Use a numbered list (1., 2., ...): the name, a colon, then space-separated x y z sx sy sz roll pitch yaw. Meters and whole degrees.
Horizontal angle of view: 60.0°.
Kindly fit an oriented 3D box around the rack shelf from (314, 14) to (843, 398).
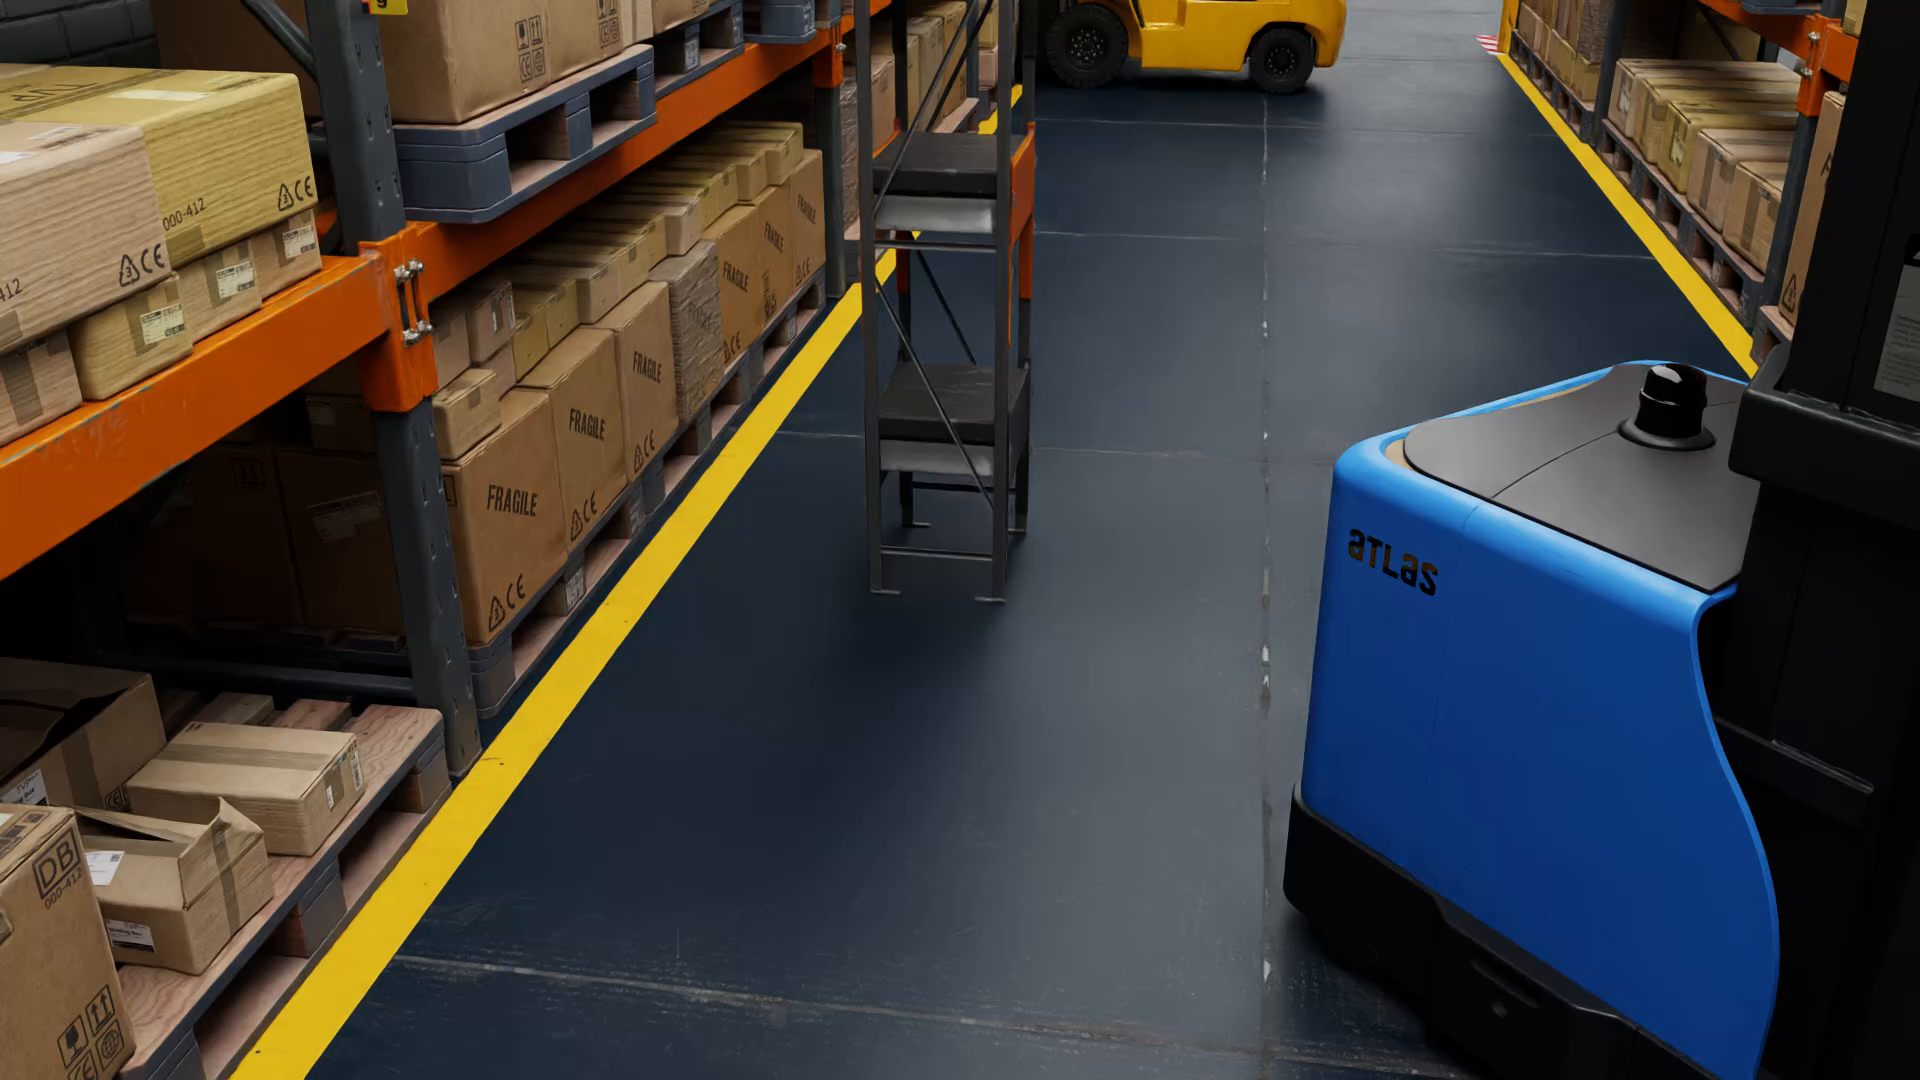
1. rack shelf: -1.357 -1.348 5.441 1.077 0.370 4.000 4 25 9

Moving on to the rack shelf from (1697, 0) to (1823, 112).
1. rack shelf: 4.194 -2.679 8.284 1.077 0.370 4.000 4 25 9

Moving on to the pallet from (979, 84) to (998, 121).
1. pallet: -0.205 -3.251 11.945 1.003 0.211 1.213 4 25 9

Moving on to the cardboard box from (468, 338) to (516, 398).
1. cardboard box: -1.394 -0.442 4.345 0.380 0.149 0.250 3 25 7

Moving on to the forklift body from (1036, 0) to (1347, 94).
1. forklift body: 1.767 -4.553 12.439 2.313 2.155 1.214 4 25 9

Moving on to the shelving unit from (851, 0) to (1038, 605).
1. shelving unit: -0.027 -0.882 4.657 0.431 2.100 0.503 4 25 9

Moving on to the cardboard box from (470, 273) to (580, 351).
1. cardboard box: -1.332 -0.666 4.823 0.380 0.149 0.250 4 25 8

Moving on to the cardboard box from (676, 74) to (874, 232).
1. cardboard box: -0.915 -1.885 8.045 0.875 0.625 0.625 5 26 10

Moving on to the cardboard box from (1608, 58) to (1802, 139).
1. cardboard box: 4.438 -2.622 9.917 0.950 0.372 0.625 4 25 9

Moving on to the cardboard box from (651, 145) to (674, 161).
1. cardboard box: -1.423 -1.666 6.959 0.380 0.149 0.250 5 26 11

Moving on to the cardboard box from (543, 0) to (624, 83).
1. cardboard box: -1.300 -1.477 4.253 0.700 0.500 0.500 4 25 9

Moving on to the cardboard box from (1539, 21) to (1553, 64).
1. cardboard box: 4.602 -3.699 12.362 0.500 0.250 0.500 6 26 12

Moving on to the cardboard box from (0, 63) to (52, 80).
1. cardboard box: -2.031 -0.716 3.068 0.500 0.250 0.500 4 25 8

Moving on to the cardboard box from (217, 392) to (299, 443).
1. cardboard box: -1.908 -0.364 4.176 0.380 0.149 0.250 3 25 6

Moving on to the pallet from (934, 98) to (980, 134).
1. pallet: -0.459 -2.610 10.577 1.003 0.211 1.213 4 25 9

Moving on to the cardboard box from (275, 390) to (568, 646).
1. cardboard box: -1.383 -0.083 4.341 0.500 0.500 0.500 5 26 11

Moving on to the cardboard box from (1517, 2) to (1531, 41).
1. cardboard box: 4.770 -4.141 13.306 0.500 0.250 0.500 4 25 8

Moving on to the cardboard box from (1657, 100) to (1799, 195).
1. cardboard box: 4.212 -2.030 8.653 0.950 0.372 0.625 5 26 10

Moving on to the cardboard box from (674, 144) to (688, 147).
1. cardboard box: -1.376 -1.412 7.181 0.500 0.500 0.500 5 26 10

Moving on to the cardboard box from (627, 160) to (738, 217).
1. cardboard box: -1.050 -1.308 6.194 0.380 0.149 0.250 5 26 10

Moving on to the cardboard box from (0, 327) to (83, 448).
1. cardboard box: -1.596 -0.245 2.531 0.380 0.149 0.250 5 25 10

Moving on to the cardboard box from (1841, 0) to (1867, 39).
1. cardboard box: 3.539 -1.913 5.976 0.500 0.250 0.500 4 25 8

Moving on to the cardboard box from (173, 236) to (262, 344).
1. cardboard box: -1.508 -0.463 2.997 0.380 0.149 0.250 5 25 10

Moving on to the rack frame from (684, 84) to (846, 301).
1. rack frame: -1.030 -2.511 7.076 1.000 3.000 0.127 4 25 9

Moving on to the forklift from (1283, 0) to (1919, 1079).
1. forklift: 1.924 -0.128 2.066 1.130 2.935 3.031 -16 30 -31

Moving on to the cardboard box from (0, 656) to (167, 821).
1. cardboard box: -2.025 0.450 3.427 0.500 0.311 0.500 5 26 10

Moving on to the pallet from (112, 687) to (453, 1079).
1. pallet: -1.797 0.712 3.479 1.003 0.211 1.213 4 25 9

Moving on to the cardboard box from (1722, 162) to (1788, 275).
1. cardboard box: 3.969 -1.404 7.316 0.950 0.372 0.625 2 25 5

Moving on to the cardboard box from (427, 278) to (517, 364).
1. cardboard box: -1.368 -0.568 4.262 0.380 0.149 0.250 3 25 6

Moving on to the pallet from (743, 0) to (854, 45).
1. pallet: -1.072 -2.135 6.500 1.213 0.211 1.003 4 25 9

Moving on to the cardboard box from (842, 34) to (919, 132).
1. cardboard box: -0.706 -2.441 9.232 0.875 0.625 0.625 3 25 6

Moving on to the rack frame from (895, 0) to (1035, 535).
1. rack frame: 0.013 -0.984 4.875 0.400 2.100 0.015 4 25 9

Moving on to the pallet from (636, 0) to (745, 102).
1. pallet: -1.344 -1.610 5.378 1.003 0.211 1.213 4 25 9

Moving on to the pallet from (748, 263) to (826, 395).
1. pallet: -1.190 -0.938 7.005 1.003 0.211 1.213 4 25 9

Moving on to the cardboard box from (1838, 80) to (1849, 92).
1. cardboard box: 6.038 -3.064 11.204 0.500 0.500 0.500 -20 32 -36

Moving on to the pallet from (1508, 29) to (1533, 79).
1. pallet: 4.994 -3.882 13.295 1.003 0.211 1.213 4 25 9

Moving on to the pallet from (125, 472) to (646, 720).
1. pallet: -1.589 0.082 4.825 1.003 0.211 1.213 4 25 9

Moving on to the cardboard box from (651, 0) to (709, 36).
1. cardboard box: -1.172 -1.805 4.954 0.700 0.500 0.500 4 25 8

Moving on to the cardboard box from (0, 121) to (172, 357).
1. cardboard box: -1.594 -0.464 2.529 0.500 0.250 0.500 4 25 9

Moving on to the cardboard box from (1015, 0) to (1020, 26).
1. cardboard box: 0.181 -3.956 12.322 0.500 0.250 0.500 4 25 8

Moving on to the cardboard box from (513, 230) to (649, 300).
1. cardboard box: -1.211 -0.872 5.262 0.380 0.149 0.250 5 26 10

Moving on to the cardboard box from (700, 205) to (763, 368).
1. cardboard box: -1.062 -0.949 6.193 0.500 0.500 0.500 5 26 11

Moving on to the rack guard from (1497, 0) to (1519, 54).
1. rack guard: 5.162 -4.350 13.954 1.175 0.500 0.348 4 25 9

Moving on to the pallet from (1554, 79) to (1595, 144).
1. pallet: 4.596 -2.862 11.115 1.003 0.211 1.213 4 25 9

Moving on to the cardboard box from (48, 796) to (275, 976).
1. cardboard box: -1.544 0.613 3.132 0.396 0.266 0.258 5 26 10

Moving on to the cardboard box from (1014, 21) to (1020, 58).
1. cardboard box: 0.165 -3.737 12.444 0.500 0.250 0.500 4 25 9

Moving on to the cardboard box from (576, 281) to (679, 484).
1. cardboard box: -1.220 -0.514 5.264 0.500 0.500 0.500 3 25 7

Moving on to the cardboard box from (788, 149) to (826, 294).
1. cardboard box: -0.887 -1.377 7.107 0.500 0.500 0.500 5 26 10

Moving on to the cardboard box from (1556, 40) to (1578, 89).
1. cardboard box: 4.429 -3.276 11.458 0.500 0.250 0.500 3 25 7

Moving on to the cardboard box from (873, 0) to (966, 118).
1. cardboard box: -0.451 -3.079 10.596 0.875 0.625 0.625 5 26 11

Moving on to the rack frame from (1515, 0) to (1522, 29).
1. rack frame: 5.175 -5.514 13.492 1.000 3.000 0.127 4 25 9

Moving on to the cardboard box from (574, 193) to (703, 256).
1. cardboard box: -1.106 -1.086 5.720 0.380 0.149 0.250 3 25 6

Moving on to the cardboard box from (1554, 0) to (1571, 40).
1. cardboard box: 4.516 -3.818 11.732 0.500 0.500 0.500 5 26 11

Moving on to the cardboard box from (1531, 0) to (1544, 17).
1. cardboard box: 4.685 -4.252 12.658 0.500 0.500 0.500 3 25 7

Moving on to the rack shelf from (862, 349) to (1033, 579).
1. rack shelf: -0.027 -0.235 4.960 0.431 0.518 0.480 4 25 9

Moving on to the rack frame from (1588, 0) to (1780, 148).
1. rack frame: 4.521 -3.841 9.918 1.000 3.000 0.127 4 25 9

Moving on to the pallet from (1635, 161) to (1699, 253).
1. pallet: 4.198 -1.741 8.720 1.003 0.211 1.213 4 25 9

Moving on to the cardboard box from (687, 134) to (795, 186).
1. cardboard box: -0.875 -1.522 6.652 0.380 0.149 0.250 3 25 6

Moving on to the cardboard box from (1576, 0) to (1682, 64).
1. cardboard box: 4.353 -3.392 10.822 0.500 0.500 0.500 4 25 8
